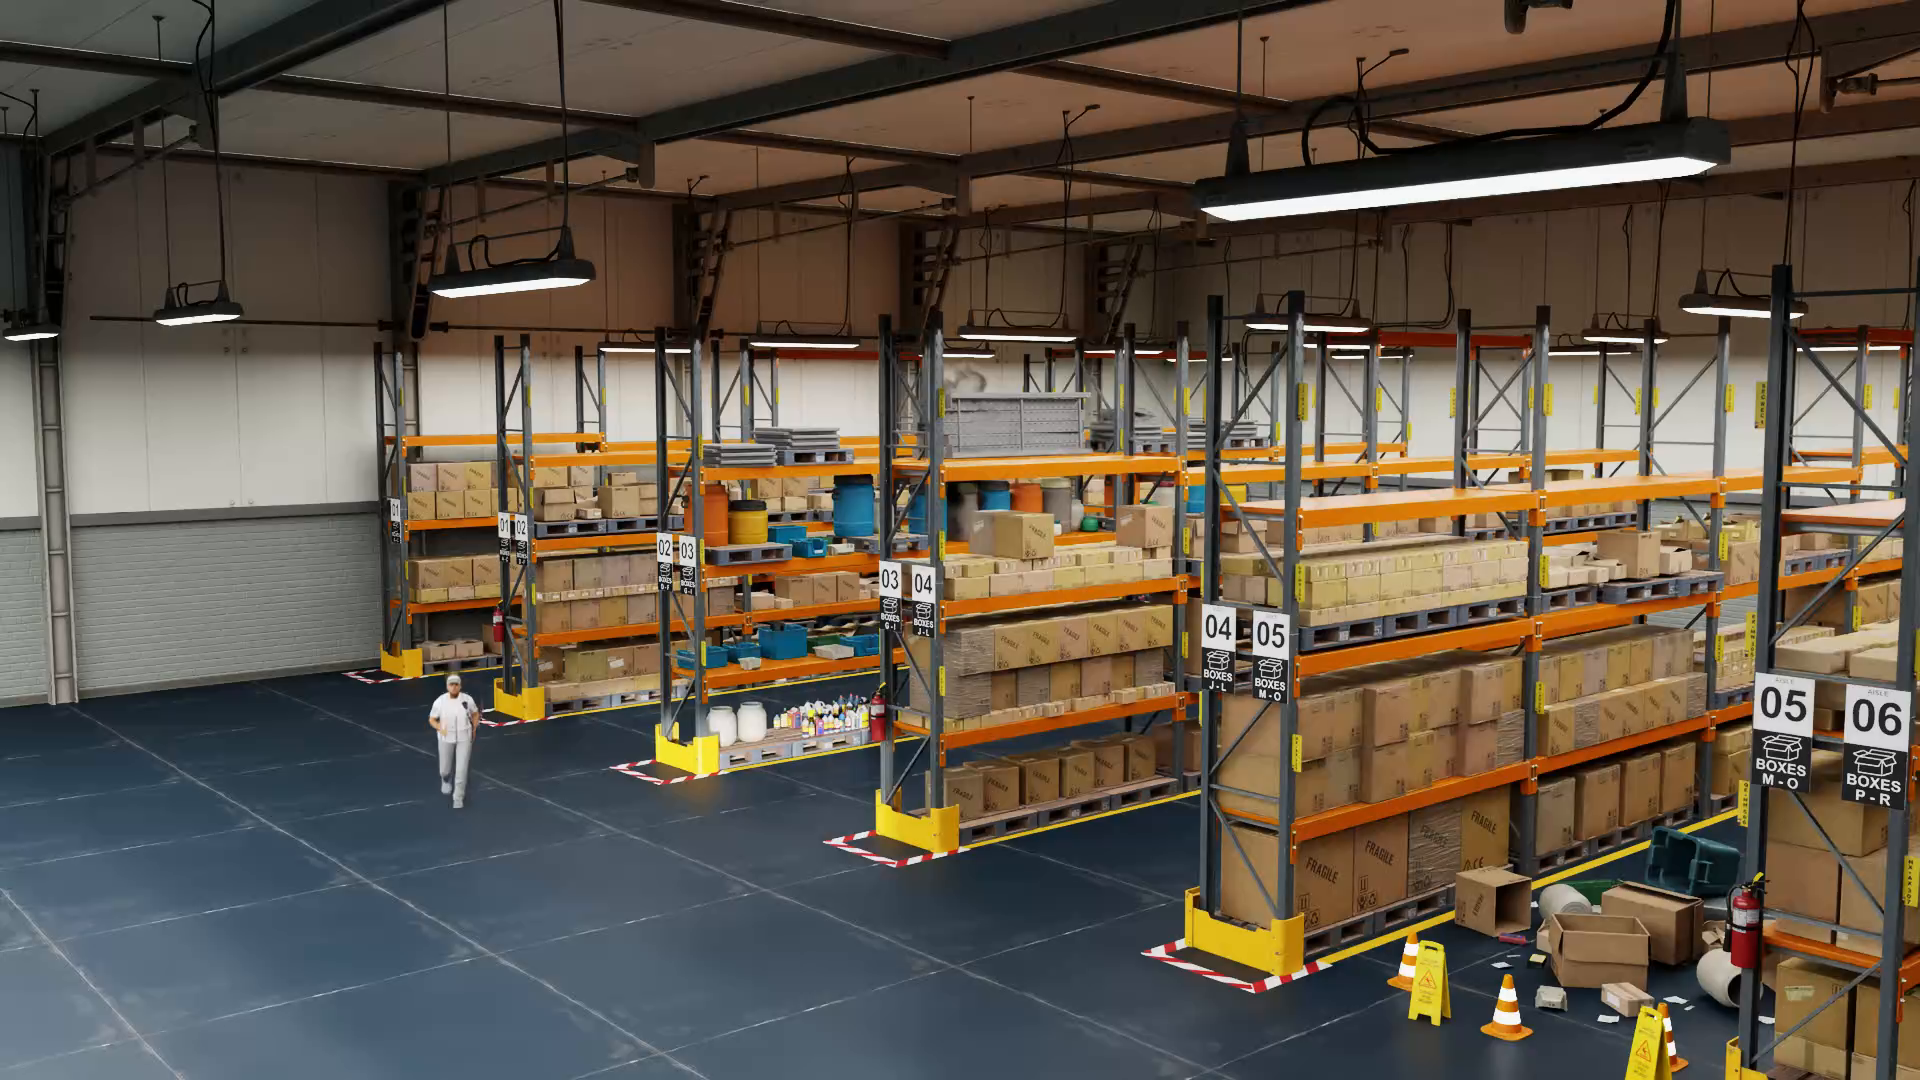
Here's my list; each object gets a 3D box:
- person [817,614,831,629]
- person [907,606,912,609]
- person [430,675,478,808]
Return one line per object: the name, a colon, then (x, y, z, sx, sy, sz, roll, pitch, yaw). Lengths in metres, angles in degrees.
person: (-2.606, 1.437, 32.283, 0.539, 1.591, 0.831, 5, 7, 41)
person: (-0.697, 1.692, 27.228, 0.558, 1.469, 0.518, -4, 7, -39)
person: (-6.272, 2.473, 20.648, 0.582, 1.624, 0.668, -2, 6, -20)
